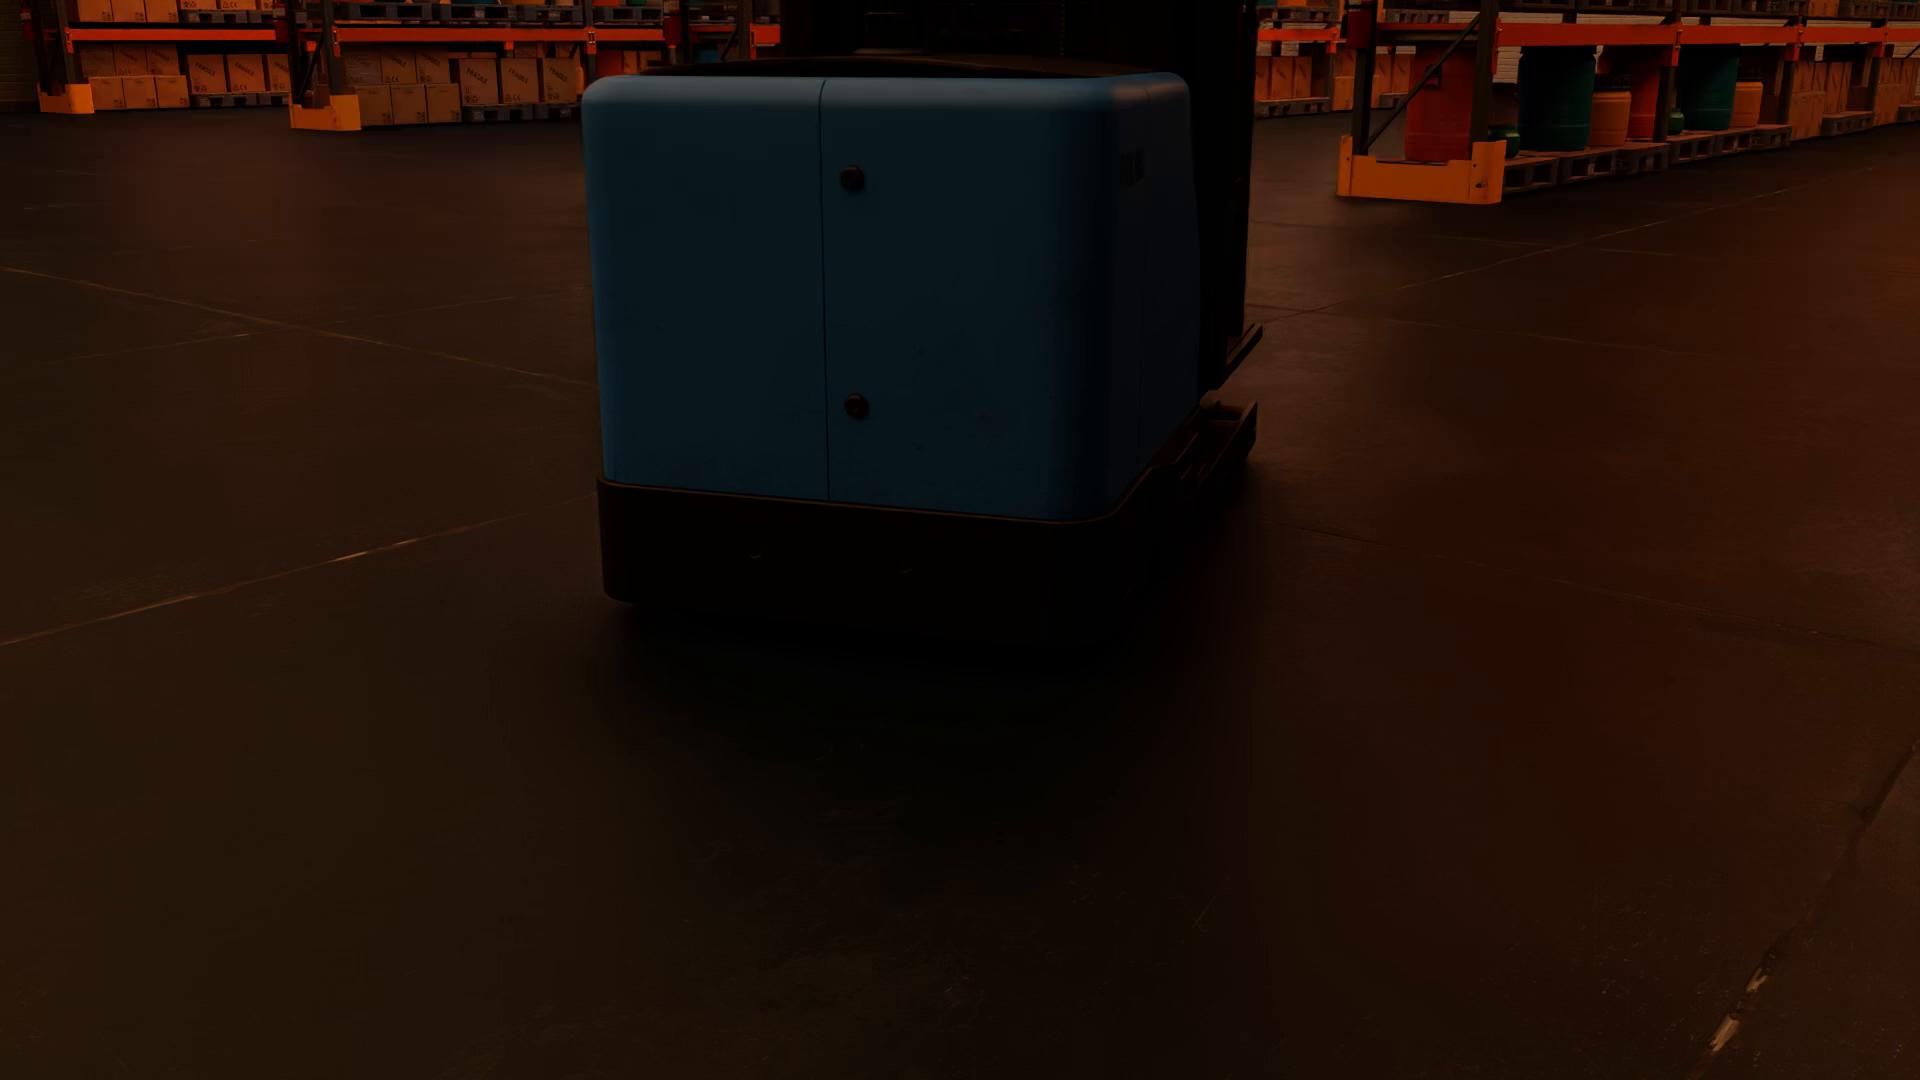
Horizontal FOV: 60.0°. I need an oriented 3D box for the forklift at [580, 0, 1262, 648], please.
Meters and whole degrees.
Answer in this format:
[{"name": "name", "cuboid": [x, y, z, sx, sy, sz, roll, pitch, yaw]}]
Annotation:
[{"name": "forklift", "cuboid": [0.204, -1.592, 4.140, 1.130, 2.935, 3.031, 5, 18, 17]}]
